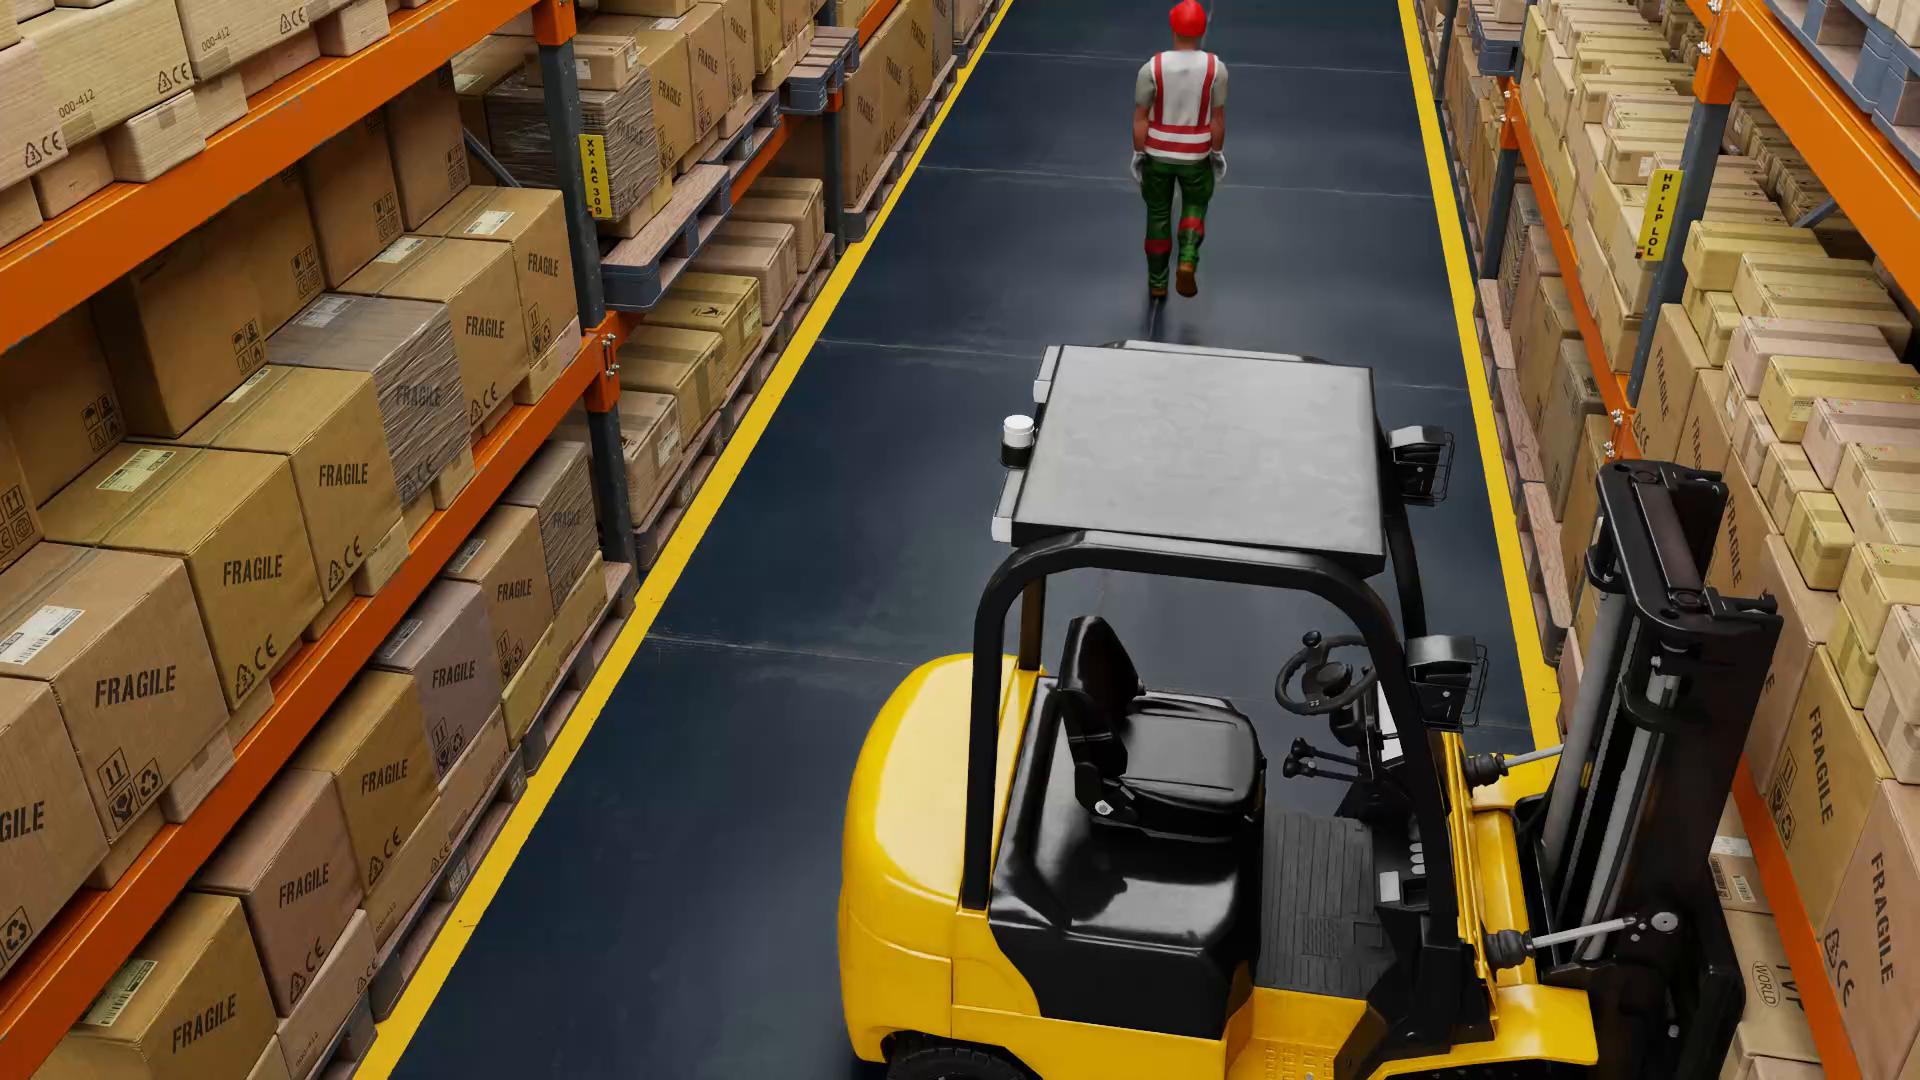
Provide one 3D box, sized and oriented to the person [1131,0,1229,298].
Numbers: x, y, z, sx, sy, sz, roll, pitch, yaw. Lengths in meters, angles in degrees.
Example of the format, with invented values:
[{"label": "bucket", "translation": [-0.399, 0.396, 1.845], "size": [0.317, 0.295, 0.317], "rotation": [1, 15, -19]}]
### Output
[{"label": "person", "translation": [1.269, -2.229, 9.626], "size": [0.556, 1.775, 0.575], "rotation": [3, 32, 5]}]
